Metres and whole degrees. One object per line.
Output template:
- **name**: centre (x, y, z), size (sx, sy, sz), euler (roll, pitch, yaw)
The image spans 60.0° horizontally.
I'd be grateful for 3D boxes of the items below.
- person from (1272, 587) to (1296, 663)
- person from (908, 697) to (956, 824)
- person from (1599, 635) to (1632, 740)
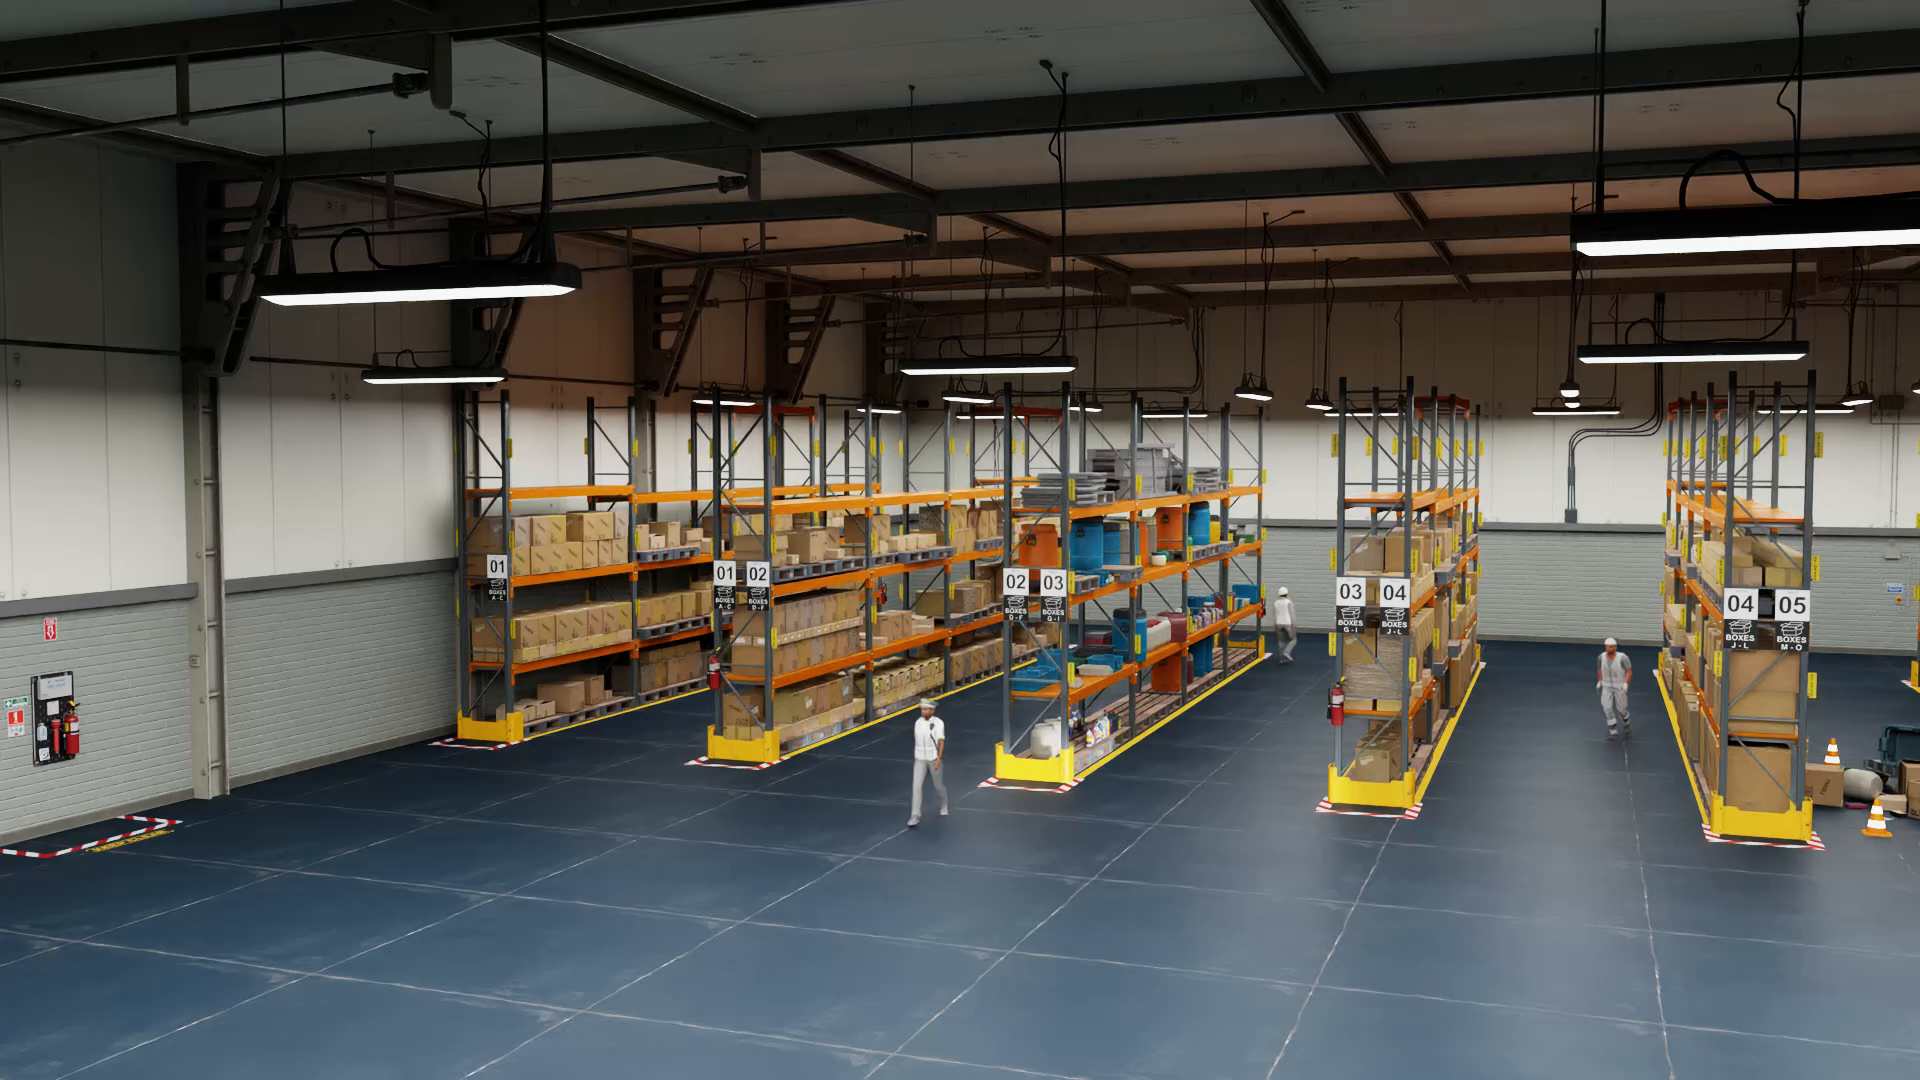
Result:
- **person**: centre (7.556, 1.979, 38.726), size (0.543, 1.772, 0.478), euler (1, 3, 13)
- **person**: centre (-0.405, 2.932, 22.294), size (0.751, 1.665, 0.475), euler (-3, 4, -44)
- **person**: centre (11.320, 2.536, 28.693), size (0.486, 1.809, 0.610), euler (-2, 4, -35)
